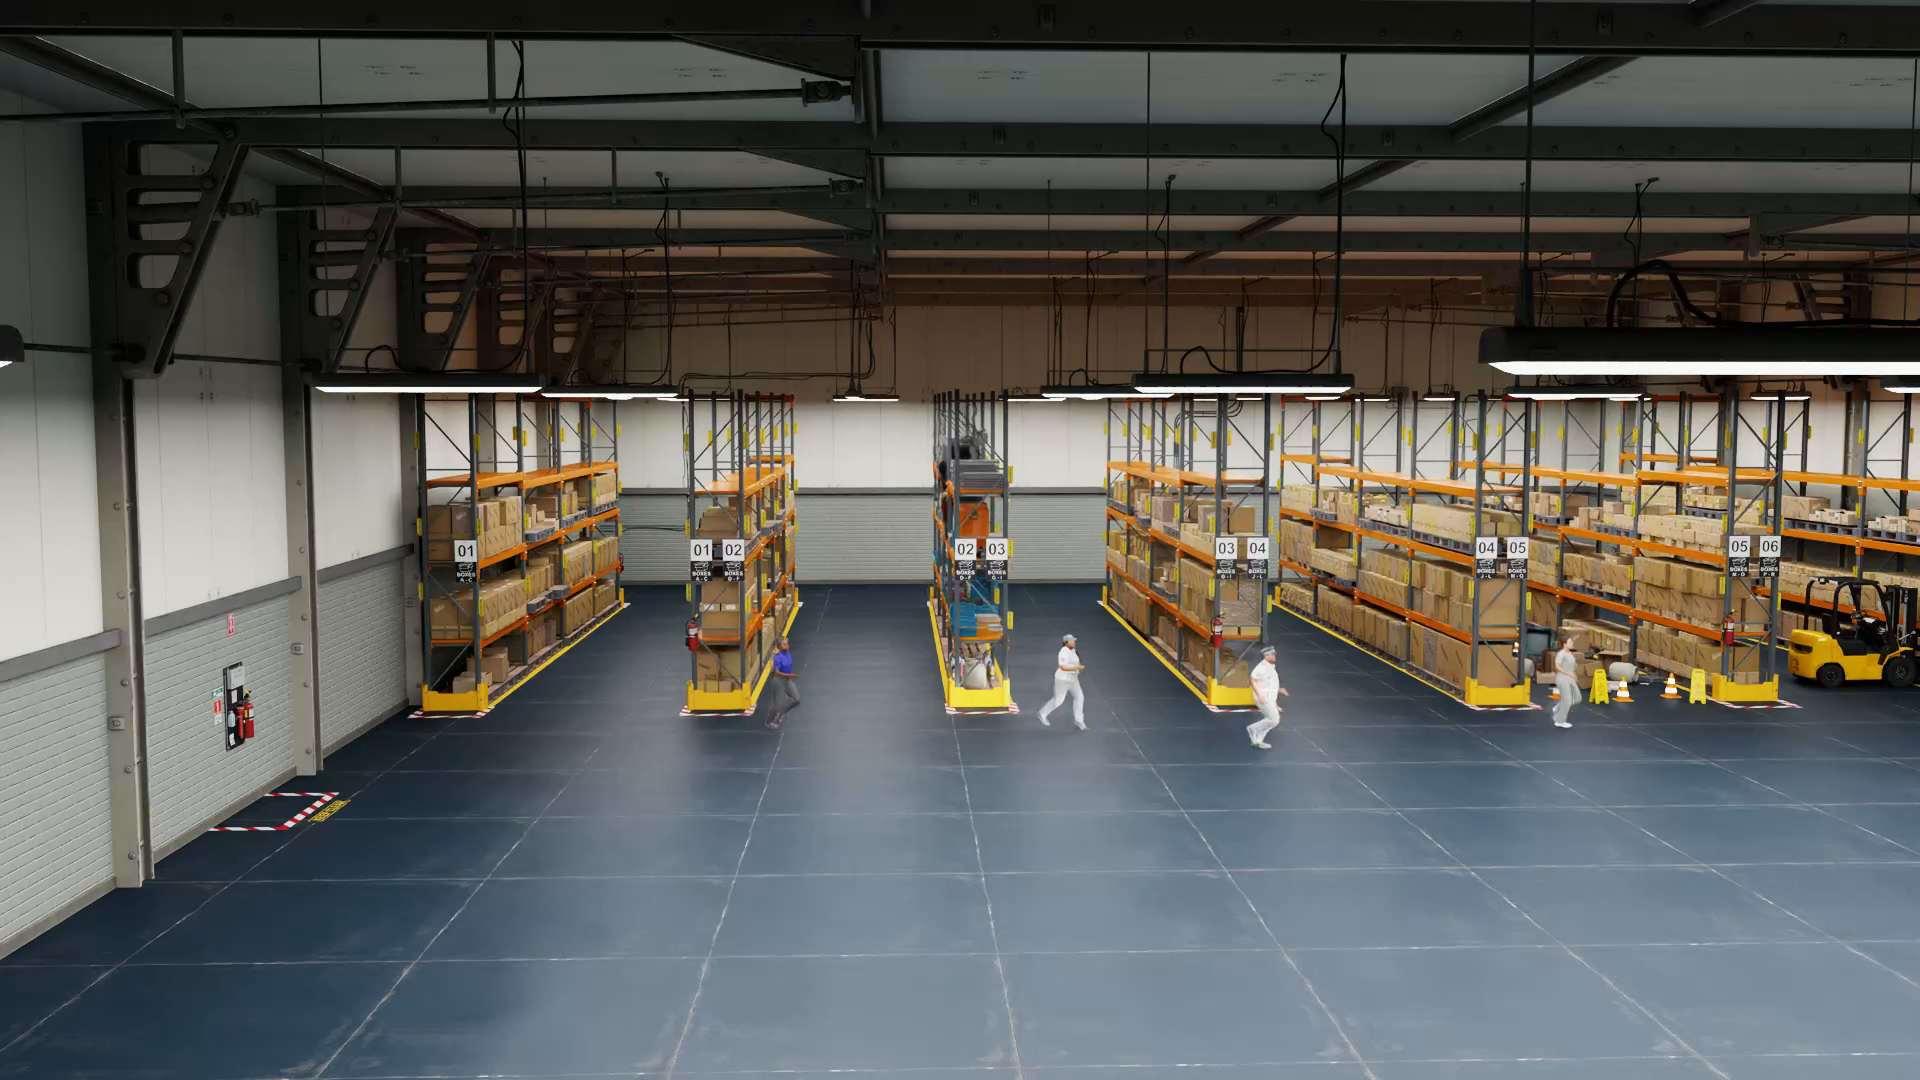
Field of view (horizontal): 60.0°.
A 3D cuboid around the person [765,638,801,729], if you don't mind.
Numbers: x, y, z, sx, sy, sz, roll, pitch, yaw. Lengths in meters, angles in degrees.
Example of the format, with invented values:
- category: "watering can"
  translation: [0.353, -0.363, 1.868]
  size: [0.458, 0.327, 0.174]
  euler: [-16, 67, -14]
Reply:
- category: "person"
  translation: [-3.089, 2.522, 29.280]
  size: [0.750, 1.607, 0.593]
  euler: [3, 6, 33]

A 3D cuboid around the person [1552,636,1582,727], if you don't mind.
- category: "person"
  translation: [10.716, 2.504, 29.430]
  size: [0.562, 1.631, 0.556]
  euler: [-4, 6, -43]

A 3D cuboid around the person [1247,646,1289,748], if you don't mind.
- category: "person"
  translation: [5.131, 2.609, 27.622]
  size: [0.604, 1.726, 0.653]
  euler: [2, 5, 27]

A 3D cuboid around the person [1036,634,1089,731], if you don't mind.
- category: "person"
  translation: [1.835, 2.505, 29.368]
  size: [0.909, 1.707, 0.612]
  euler: [3, 5, 31]
